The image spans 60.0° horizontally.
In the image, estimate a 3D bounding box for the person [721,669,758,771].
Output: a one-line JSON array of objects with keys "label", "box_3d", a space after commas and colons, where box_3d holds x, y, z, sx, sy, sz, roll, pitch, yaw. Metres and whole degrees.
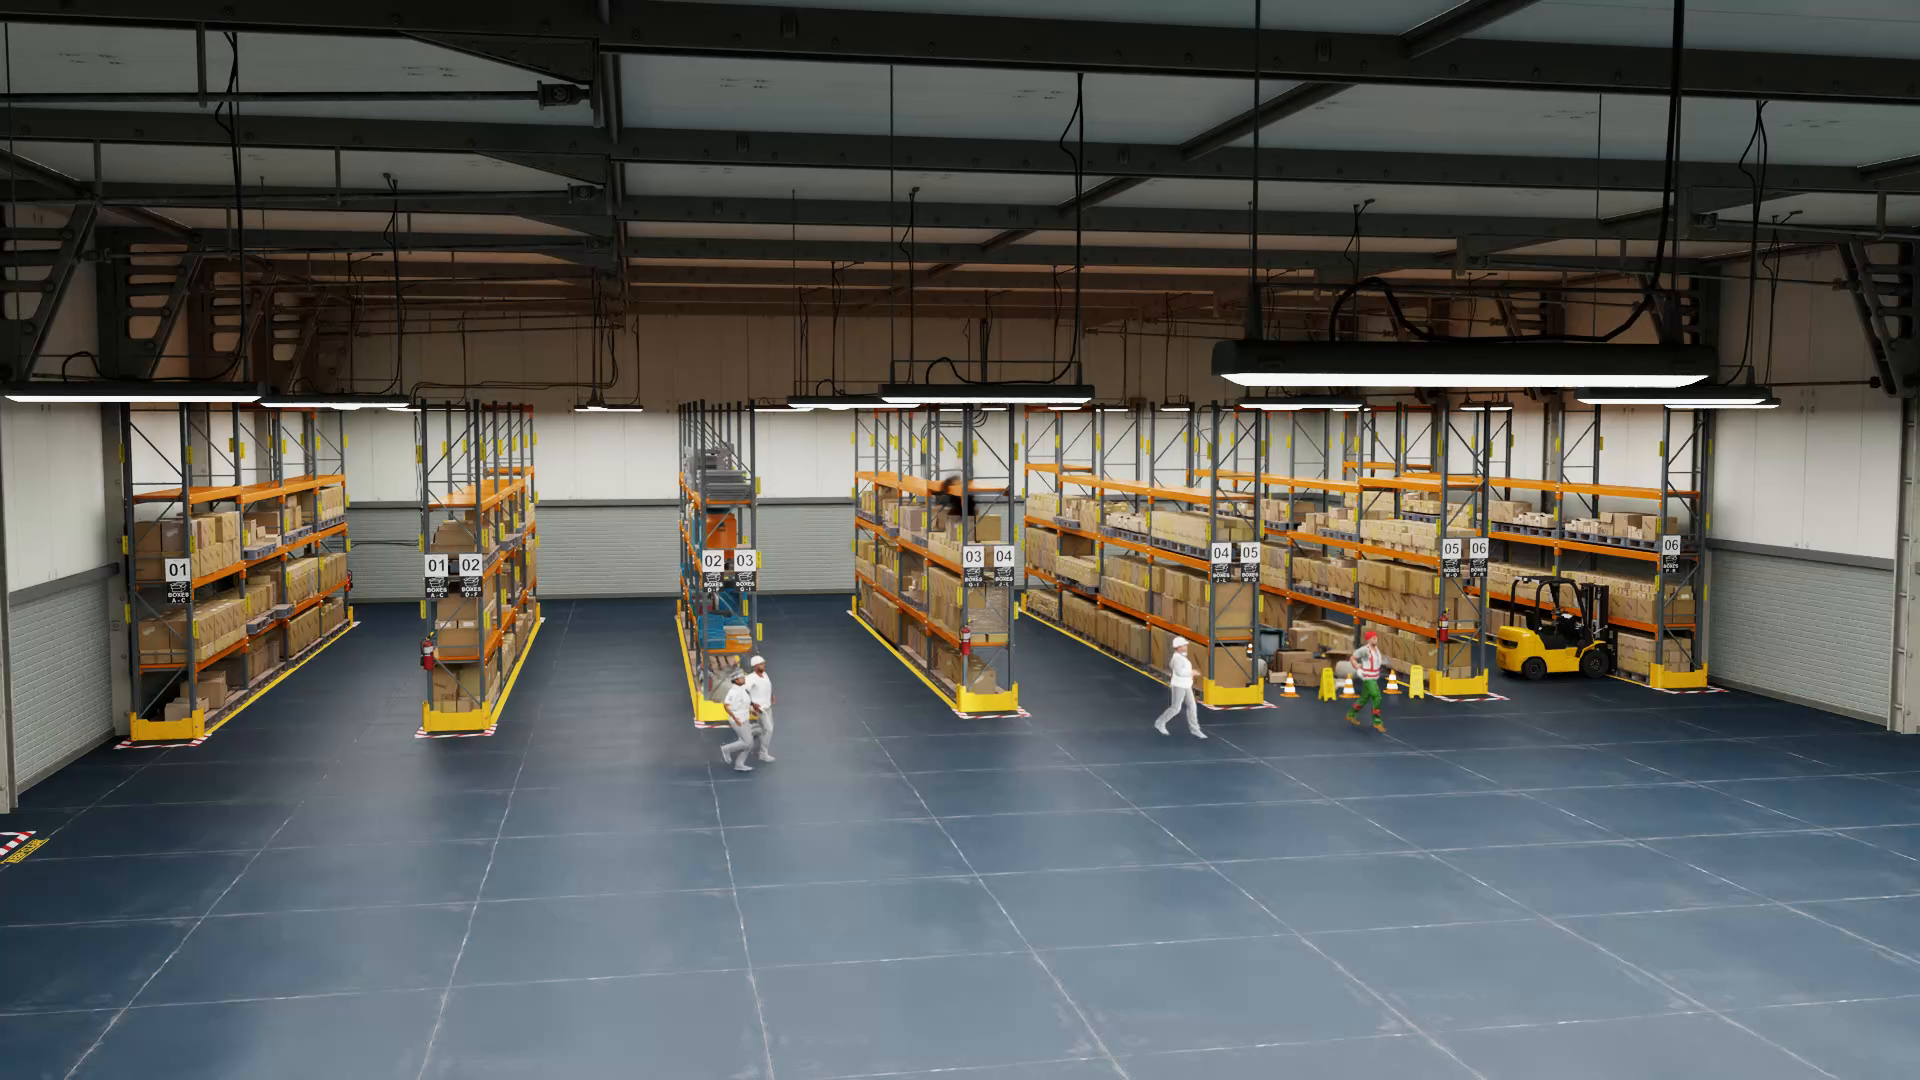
[{"label": "person", "box_3d": [-3.543, 2.888, 26.741, 0.552, 1.649, 0.590, 1, 4, 13]}]

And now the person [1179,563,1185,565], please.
[{"label": "person", "box_3d": [6.820, 1.111, 50.964, 0.559, 1.550, 0.553, 1, 4, 12]}]

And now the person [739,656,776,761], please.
[{"label": "person", "box_3d": [-3.366, 2.784, 27.591, 0.669, 1.743, 0.693, 2, 5, 20]}]

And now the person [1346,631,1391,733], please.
[{"label": "person", "box_3d": [7.434, 2.551, 30.227, 0.845, 1.839, 0.623, 3, 5, 36]}]

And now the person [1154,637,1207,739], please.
[{"label": "person", "box_3d": [3.892, 2.601, 29.339, 0.918, 1.800, 0.645, 2, 5, 21]}]
